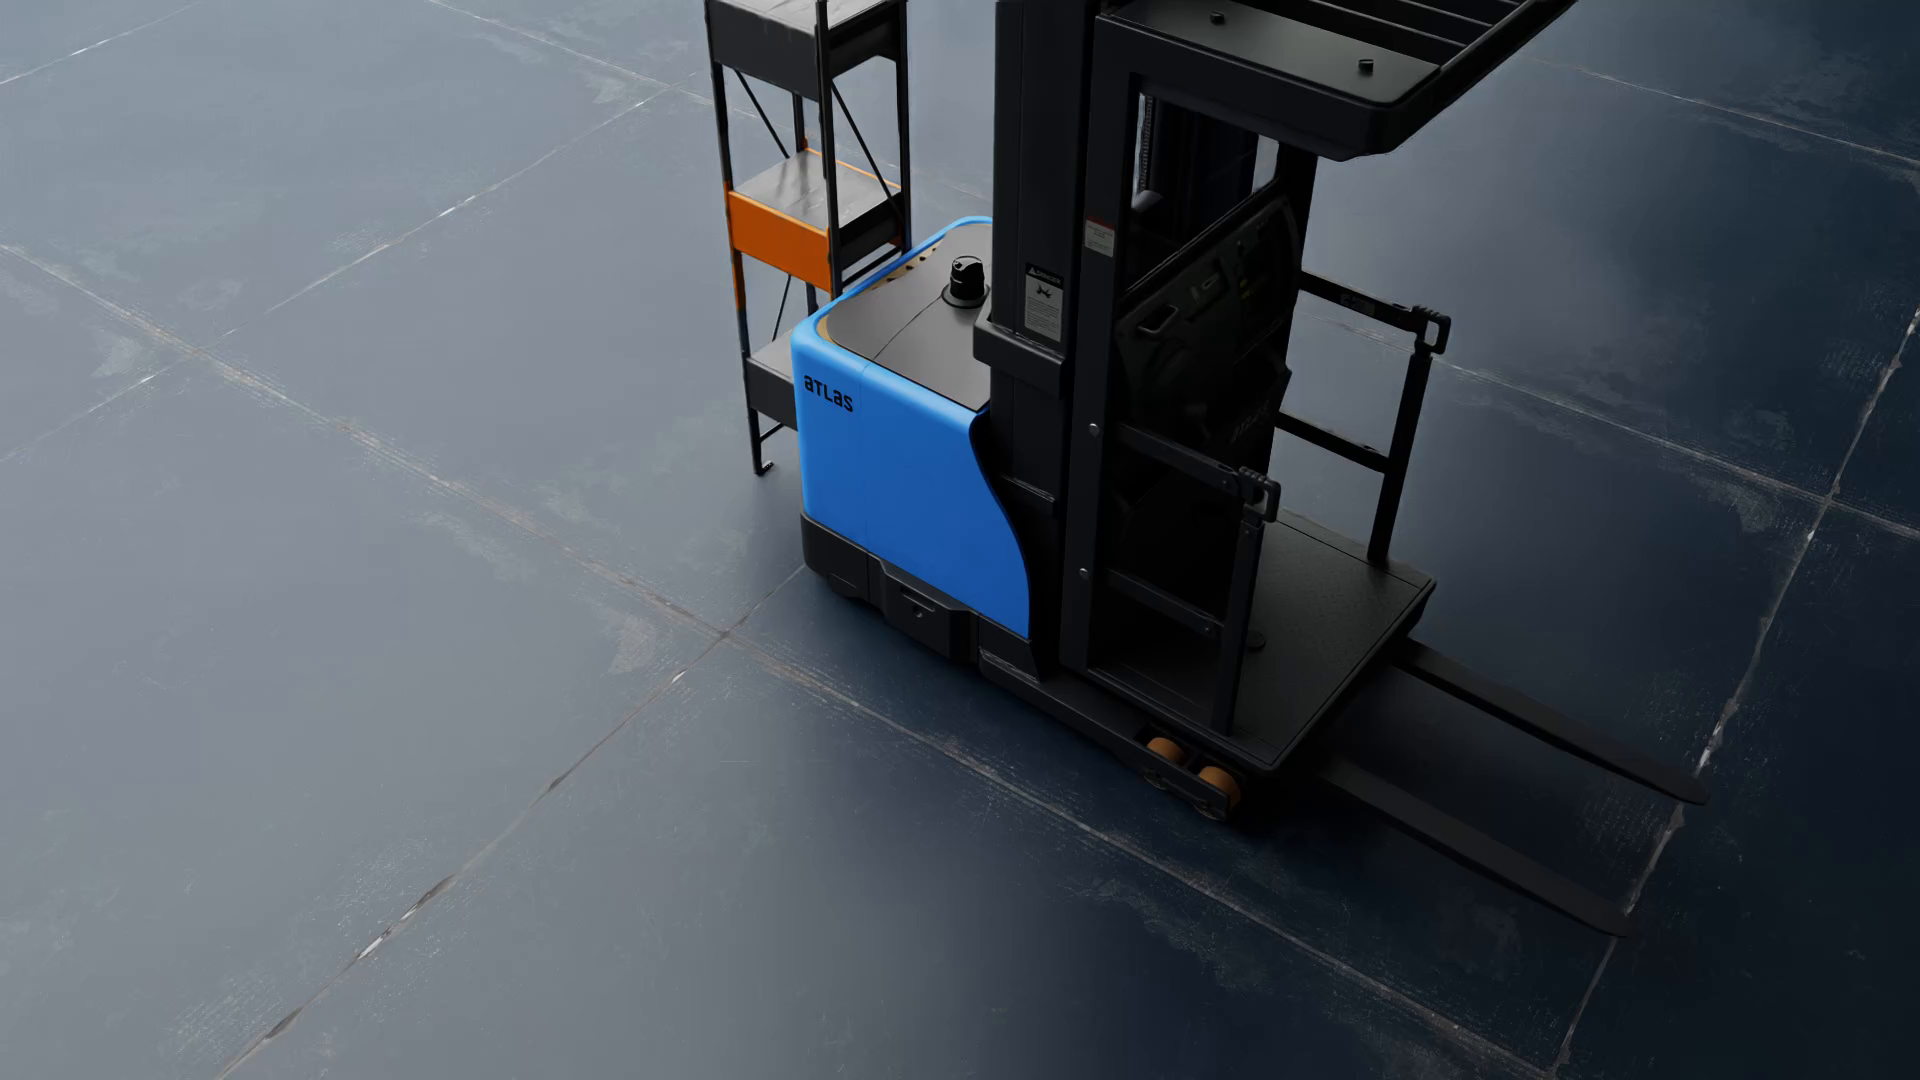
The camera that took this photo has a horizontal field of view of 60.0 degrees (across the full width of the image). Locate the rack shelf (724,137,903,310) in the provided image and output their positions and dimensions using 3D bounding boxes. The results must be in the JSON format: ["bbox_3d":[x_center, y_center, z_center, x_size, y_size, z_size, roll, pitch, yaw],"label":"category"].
[{"bbox_3d":[-0.490,-1.033,5.850,0.480,0.518,0.431,28,49,28],"label":"rack shelf"}]

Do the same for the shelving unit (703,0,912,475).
[{"bbox_3d":[-0.490,-1.043,5.841,0.503,2.100,0.431,28,49,28],"label":"shelving unit"}]

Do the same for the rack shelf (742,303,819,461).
[{"bbox_3d":[-0.490,-0.511,6.317,0.480,0.518,0.431,28,49,28],"label":"rack shelf"}]

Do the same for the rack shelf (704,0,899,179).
[{"bbox_3d":[-0.490,-1.554,5.383,0.480,0.518,0.431,28,49,28],"label":"rack shelf"}]

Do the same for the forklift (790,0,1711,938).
[{"bbox_3d":[0.895,-0.614,4.738,3.031,2.935,1.130,28,49,28],"label":"forklift"}]

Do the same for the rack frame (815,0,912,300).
[{"bbox_3d":[-0.300,-0.941,5.727,0.015,2.100,0.400,28,49,28],"label":"rack frame"}]

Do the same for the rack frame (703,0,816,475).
[{"bbox_3d":[-0.681,-1.145,5.955,0.015,2.100,0.400,28,49,28],"label":"rack frame"}]
